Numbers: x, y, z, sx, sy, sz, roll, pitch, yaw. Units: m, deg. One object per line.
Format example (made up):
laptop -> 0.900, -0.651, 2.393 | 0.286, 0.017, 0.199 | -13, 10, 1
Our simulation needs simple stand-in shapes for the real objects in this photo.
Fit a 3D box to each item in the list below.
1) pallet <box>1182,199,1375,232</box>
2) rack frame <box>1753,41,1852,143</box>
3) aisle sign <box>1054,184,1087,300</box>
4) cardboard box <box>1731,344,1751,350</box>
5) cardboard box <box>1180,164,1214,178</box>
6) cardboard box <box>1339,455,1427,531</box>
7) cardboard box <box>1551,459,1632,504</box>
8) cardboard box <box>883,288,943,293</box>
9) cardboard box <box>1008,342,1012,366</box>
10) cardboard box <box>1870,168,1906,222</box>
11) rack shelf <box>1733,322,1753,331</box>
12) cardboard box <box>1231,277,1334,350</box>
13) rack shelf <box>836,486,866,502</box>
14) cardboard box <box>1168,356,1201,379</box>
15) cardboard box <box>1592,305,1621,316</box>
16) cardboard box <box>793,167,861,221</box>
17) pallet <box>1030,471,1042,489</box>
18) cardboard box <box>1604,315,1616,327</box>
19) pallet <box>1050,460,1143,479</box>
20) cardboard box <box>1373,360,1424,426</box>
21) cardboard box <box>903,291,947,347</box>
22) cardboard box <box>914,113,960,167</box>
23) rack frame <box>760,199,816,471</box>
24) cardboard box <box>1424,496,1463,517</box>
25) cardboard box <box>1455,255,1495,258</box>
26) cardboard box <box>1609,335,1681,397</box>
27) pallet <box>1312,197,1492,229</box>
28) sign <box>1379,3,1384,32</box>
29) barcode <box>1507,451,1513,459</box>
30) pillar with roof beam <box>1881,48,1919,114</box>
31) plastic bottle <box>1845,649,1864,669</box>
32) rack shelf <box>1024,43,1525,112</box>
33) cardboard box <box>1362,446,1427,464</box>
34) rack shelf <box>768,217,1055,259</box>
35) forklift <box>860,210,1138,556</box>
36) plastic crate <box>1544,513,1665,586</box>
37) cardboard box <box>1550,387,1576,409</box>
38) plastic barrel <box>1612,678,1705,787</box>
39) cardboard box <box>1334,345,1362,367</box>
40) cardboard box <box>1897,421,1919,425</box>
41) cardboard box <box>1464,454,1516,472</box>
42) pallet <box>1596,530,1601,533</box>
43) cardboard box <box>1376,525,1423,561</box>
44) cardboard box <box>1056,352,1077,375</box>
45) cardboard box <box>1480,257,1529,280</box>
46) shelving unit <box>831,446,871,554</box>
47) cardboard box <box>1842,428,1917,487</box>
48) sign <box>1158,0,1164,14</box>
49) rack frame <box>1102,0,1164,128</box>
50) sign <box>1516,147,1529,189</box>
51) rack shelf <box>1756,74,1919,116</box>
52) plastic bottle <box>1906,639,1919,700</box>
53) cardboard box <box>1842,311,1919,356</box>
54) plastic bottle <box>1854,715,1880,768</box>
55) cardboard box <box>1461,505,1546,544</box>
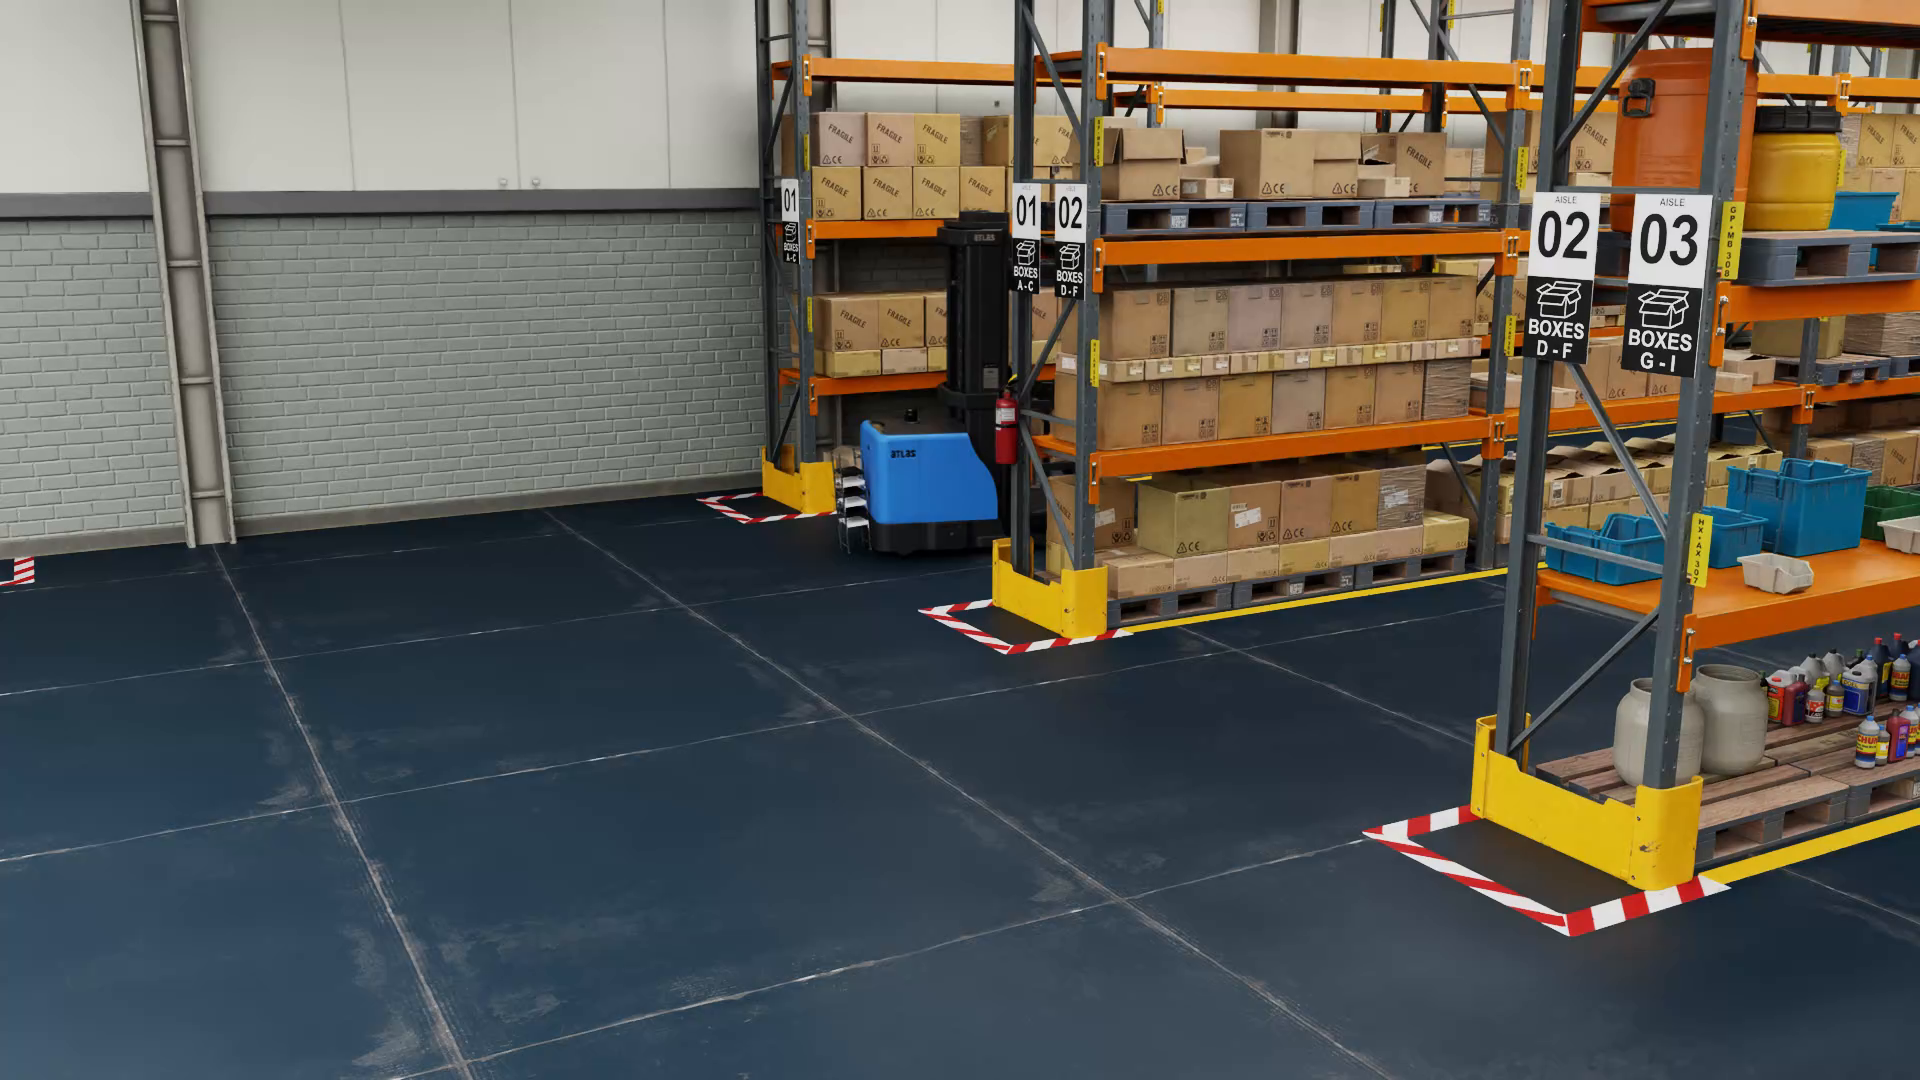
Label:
pallet -> 2.386, -2.500, 12.754 | 1.213, 0.211, 1.003 | -7, 14, -28
rack frame -> 7.702, -4.649, 15.272 | 0.127, 3.000, 1.000 | -7, 14, -28
aisle sign -> 0.770, -2.083, 11.613 | 0.004, 0.787, 0.394 | -7, 14, -28
cardboard box -> 10.908, -2.672, 23.411 | 0.250, 0.149, 0.380 | -7, 14, -27
cardboard box -> 1.565, -2.716, 12.581 | 0.500, 0.250, 0.500 | -7, 14, -28
cardboard box -> 3.445, -0.390, 13.607 | 0.500, 0.500, 0.500 | -7, 14, -28
cardboard box -> 5.569, -0.540, 14.707 | 0.500, 0.311, 0.500 | -7, 15, -30
cardboard box -> -0.486, -2.334, 17.238 | 0.500, 0.500, 0.500 | -7, 15, -29
cardboard box -> 0.228, -1.924, 17.124 | 0.500, 0.250, 0.500 | -7, 14, -27
cardboard box -> 8.517, -3.341, 16.062 | 0.500, 0.500, 0.910 | -7, 14, -28
rack shelf -> 10.592, -2.957, 23.055 | 4.000, 0.370, 1.077 | -7, 14, -28
cardboard box -> 2.483, -1.777, 12.991 | 0.500, 0.500, 0.700 | -7, 14, -28
rack shelf -> -0.958, -0.406, 14.574 | 0.200, 0.077, 0.258 | -10, 15, -20
cardboard box -> 1.578, -1.300, 12.349 | 0.250, 0.149, 0.380 | -7, 14, -28
cardboard box -> 8.109, -3.148, 21.316 | 0.500, 0.500, 0.500 | -7, 14, -27
cardboard box -> -1.283, -3.344, 16.031 | 0.500, 0.500, 0.500 | -6, 14, -26
pallet -> 0.170, -0.689, 17.689 | 1.213, 0.211, 1.003 | -7, 14, -28
cardboard box -> 8.216, -2.845, 21.445 | 0.250, 0.149, 0.380 | -6, 14, -26
pallet -> 1.242, -0.818, 18.263 | 1.213, 0.211, 1.003 | -7, 14, -28
cardboard box -> 3.345, -1.246, 13.585 | 0.500, 0.500, 0.700 | -7, 14, -28
cardboard box -> -0.238, -2.233, 16.788 | 0.500, 0.500, 0.500 | -7, 15, -30
cardboard box -> -0.333, -3.938, 16.391 | 0.500, 0.500, 0.500 | -6, 14, -26
rack frame -> -1.696, -1.835, 16.431 | 0.127, 3.000, 1.000 | -7, 14, -28
cardboard box -> 4.416, -0.265, 14.759 | 0.500, 0.250, 0.500 | -7, 14, -28
cardboard box -> 6.507, -3.451, 20.953 | 0.500, 0.250, 0.500 | -7, 15, -29
cardboard box -> 6.237, -1.592, 15.121 | 0.500, 0.500, 0.500 | -8, 15, -31
pallet -> 3.455, -2.627, 13.320 | 1.213, 0.211, 1.003 | -7, 14, -28
sign -> 5.056, -6.243, 19.866 | 0.005, 0.325, 0.100 | -7, 14, -28
barcode -> 4.615, -0.712, 13.944 | 0.075, 0.075, 0.001 | -7, 14, -28
pillar with roof beam -> 16.366, -6.066, 21.568 | 0.400, 9.000, 9.100 | -7, 14, -28
plastic bottle -> 5.324, 0.798, 9.916 | 0.133, 0.283, 0.061 | -6, 14, -25
rack shelf -> 2.436, -3.472, 12.590 | 4.000, 0.370, 1.077 | -7, 14, -28
cardboard box -> 3.634, -0.542, 14.286 | 0.500, 0.500, 0.500 | -7, 14, -28
rack shelf -> 0.059, -3.158, 17.116 | 4.000, 0.370, 1.077 | -7, 14, -28
forklift -> 0.659, -1.441, 14.835 | 3.031, 2.935, 1.130 | -3, 13, -12
plastic crate -> 3.346, 0.036, 8.454 | 0.616, 0.251, 0.499 | -7, 14, -28
cardboard box -> 5.067, -1.233, 14.328 | 0.250, 0.149, 0.380 | -7, 14, -28
plastic barrel -> 3.592, 0.999, 8.548 | 0.421, 0.512, 0.421 | 0, 13, 0
cardboard box -> 2.940, -1.464, 13.076 | 0.250, 0.149, 0.380 | -6, 14, -26
cardboard box -> 9.767, -1.025, 17.523 | 0.500, 0.500, 0.500 | -7, 14, -27
cardboard box -> 4.863, -0.592, 14.939 | 0.500, 0.311, 0.500 | -6, 14, -26
pallet -> 5.891, -0.155, 15.319 | 1.213, 0.211, 1.003 | -7, 14, -28
cardboard box -> 3.445, -0.023, 13.687 | 0.500, 0.250, 0.500 | -7, 14, -28
cardboard box -> 0.924, -1.323, 12.451 | 0.250, 0.149, 0.380 | -7, 15, -29
cardboard box -> 6.756, -3.354, 20.523 | 0.500, 0.250, 0.500 | -7, 14, -27
shelving unit -> -0.954, -0.351, 14.588 | 0.210, 0.900, 0.258 | -10, 15, -20
cardboard box -> 9.138, -0.818, 16.605 | 0.500, 0.500, 0.500 | -7, 14, -29
sign -> 2.058, -5.570, 17.058 | 0.005, 0.325, 0.100 | -7, 14, -28
rack frame -> 1.815, -5.183, 17.642 | 0.127, 3.000, 1.000 | -7, 14, -28
sign -> 4.459, -2.949, 13.192 | 0.005, 0.325, 0.100 | -7, 14, -28
rack shelf -> 9.458, -4.314, 16.330 | 4.000, 0.370, 1.077 | -7, 14, -28
plastic bottle -> 5.723, 0.764, 9.915 | 0.185, 0.351, 0.144 | -7, 14, -28
cardboard box -> 9.095, -2.123, 16.529 | 0.500, 0.500, 0.700 | -4, 13, -17
plastic bottle -> 4.791, 1.060, 8.780 | 0.097, 0.271, 0.097 | 0, 13, 0
cardboard box -> 4.664, -0.160, 14.293 | 0.500, 0.250, 0.500 | -7, 15, -29
